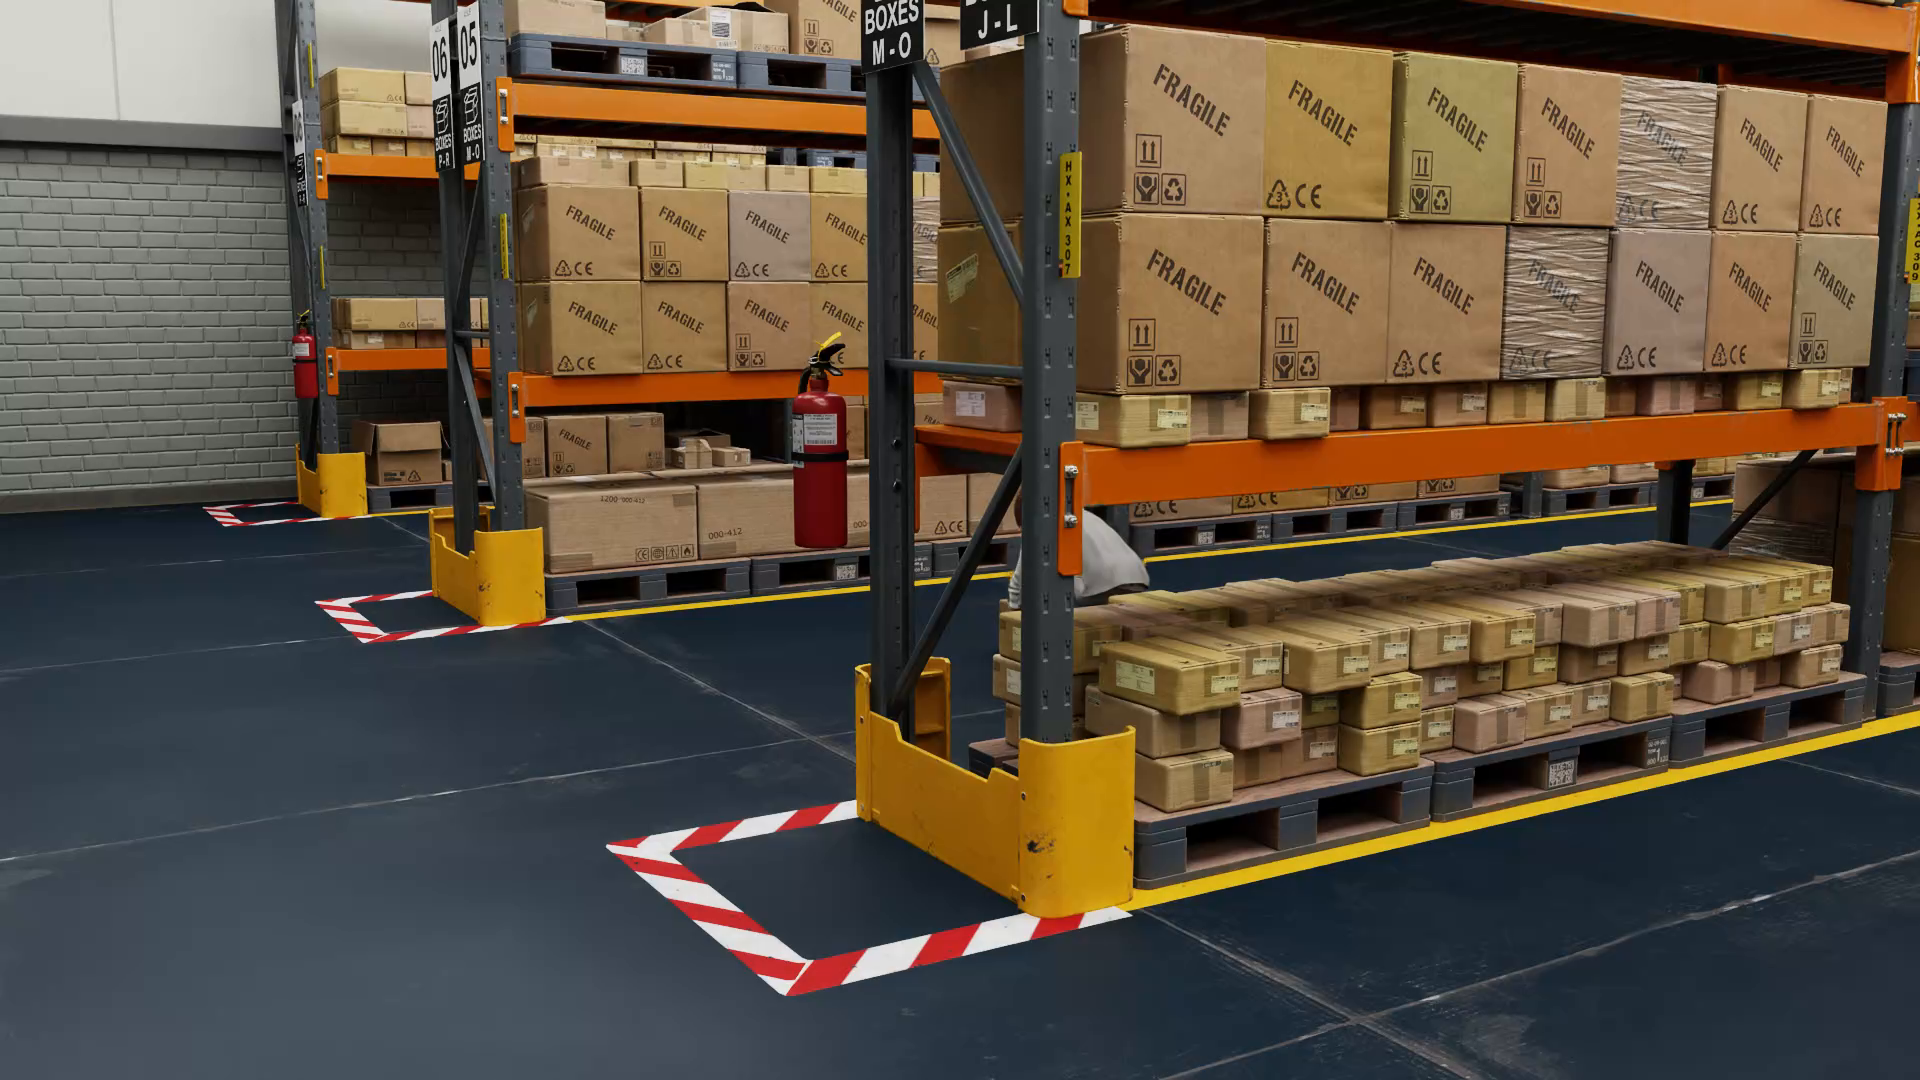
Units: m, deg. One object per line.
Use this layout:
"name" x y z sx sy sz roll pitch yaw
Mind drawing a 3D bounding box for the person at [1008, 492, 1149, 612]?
"person" 0.538 0.189 7.768 0.443 0.820 0.803 -5 10 -31
